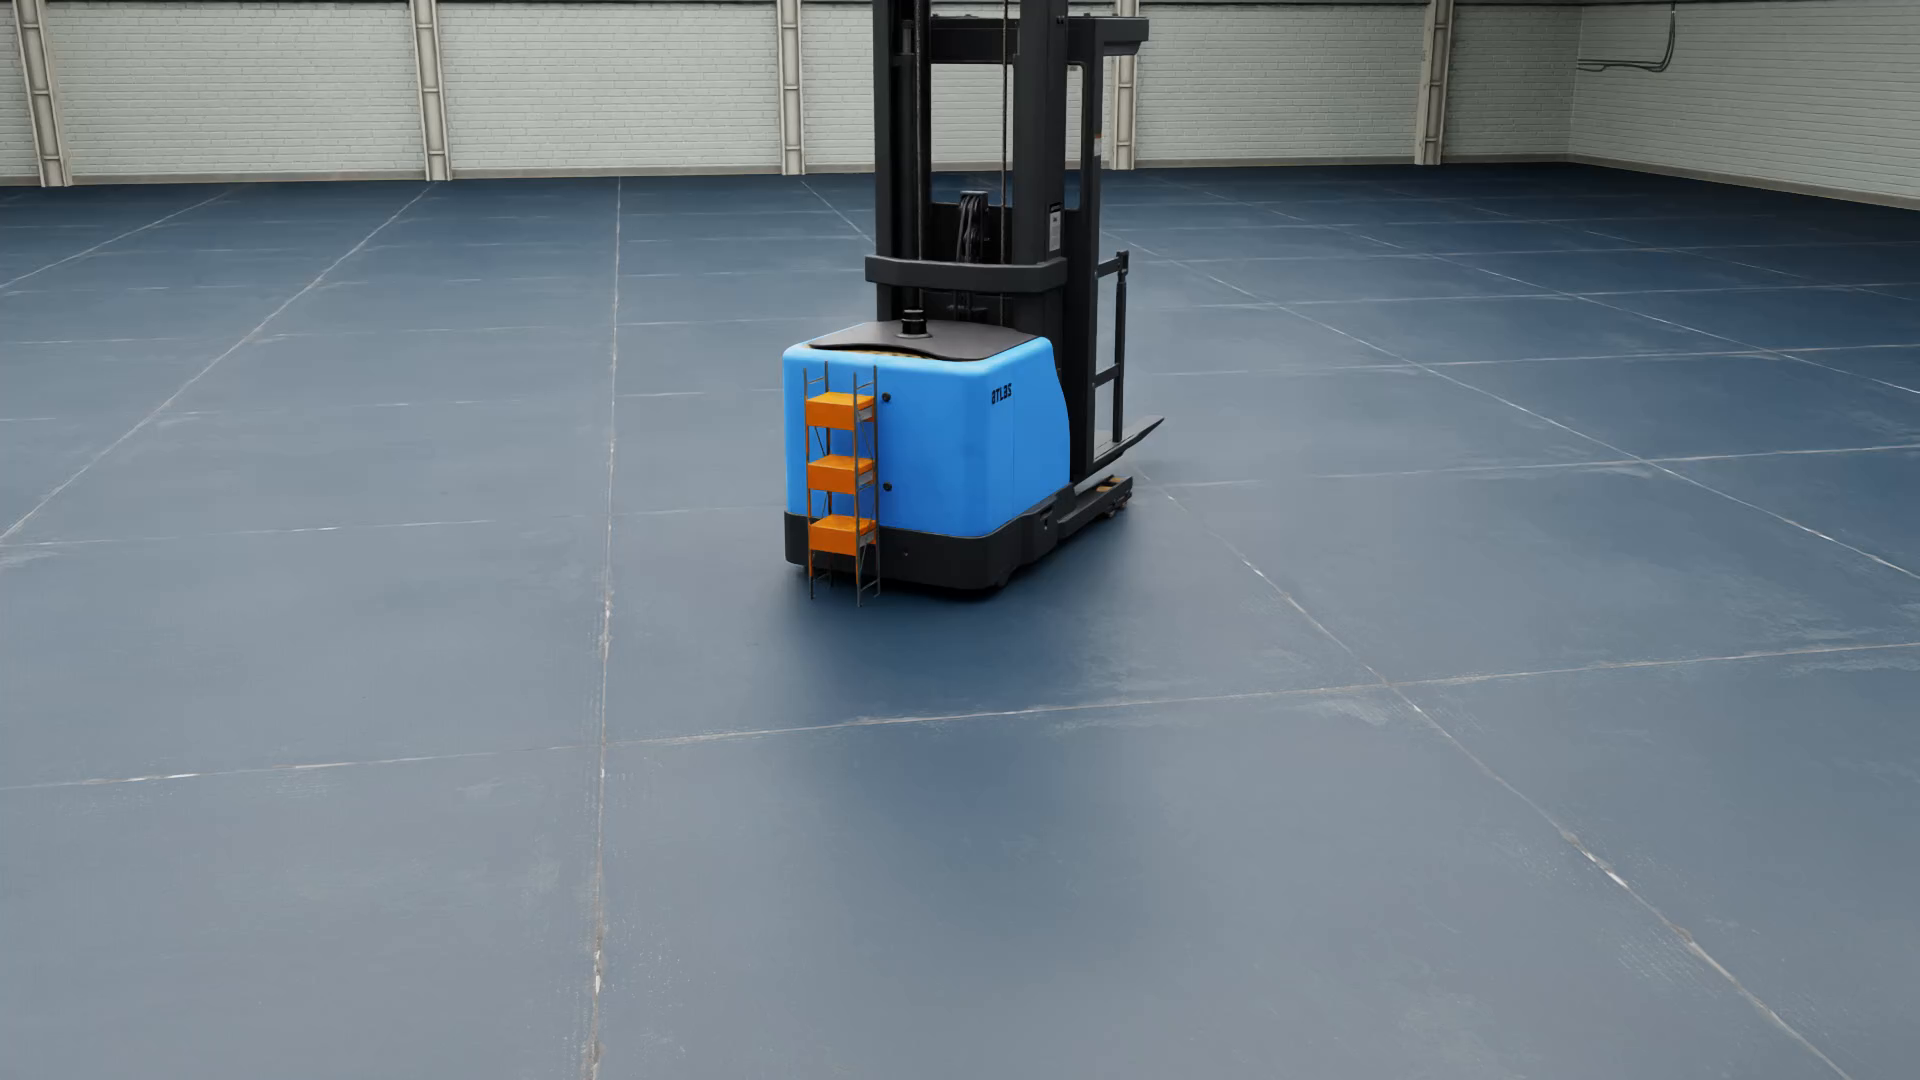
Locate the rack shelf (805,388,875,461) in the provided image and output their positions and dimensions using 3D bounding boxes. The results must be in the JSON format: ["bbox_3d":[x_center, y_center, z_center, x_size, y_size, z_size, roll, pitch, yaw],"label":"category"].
[{"bbox_3d":[-0.516,-0.507,7.245,0.240,0.259,0.215,8,19,24],"label":"rack shelf"}]

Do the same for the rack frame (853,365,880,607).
[{"bbox_3d":[-0.406,-0.231,7.276,0.008,1.050,0.200,8,19,24],"label":"rack frame"}]

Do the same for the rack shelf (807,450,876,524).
[{"bbox_3d":[-0.516,-0.236,7.329,0.240,0.259,0.215,8,19,24],"label":"rack shelf"}]

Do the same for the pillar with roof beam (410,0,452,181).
[{"bbox_3d":[-8.017,-9.175,22.856,0.400,9.000,9.100,-3,17,-10],"label":"pillar with roof beam"}]

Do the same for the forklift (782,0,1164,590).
[{"bbox_3d":[0.270,-1.568,8.426,1.130,2.935,3.031,8,19,24],"label":"forklift"}]

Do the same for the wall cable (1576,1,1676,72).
[{"bbox_3d":[11.983,-9.717,29.909,0.112,2.526,3.097,-3,17,-10],"label":"wall cable"}]

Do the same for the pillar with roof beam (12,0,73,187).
[{"bbox_3d":[-13.908,-8.840,21.768,0.400,9.000,9.100,-3,17,-10],"label":"pillar with roof beam"}]

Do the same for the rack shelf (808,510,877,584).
[{"bbox_3d":[-0.516,0.030,7.410,0.240,0.259,0.215,8,19,24],"label":"rack shelf"}]

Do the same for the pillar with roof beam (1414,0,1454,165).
[{"bbox_3d":[9.656,-10.177,26.120,0.400,9.000,9.100,-3,17,-10],"label":"pillar with roof beam"}]

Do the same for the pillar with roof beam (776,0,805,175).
[{"bbox_3d":[-2.126,-9.509,23.944,0.400,9.000,9.100,-3,17,-10],"label":"pillar with roof beam"}]

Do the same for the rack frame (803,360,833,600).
[{"bbox_3d":[-0.627,-0.262,7.375,0.008,1.050,0.200,8,19,24],"label":"rack frame"}]

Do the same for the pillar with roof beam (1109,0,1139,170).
[{"bbox_3d":[3.765,-9.843,25.032,0.400,9.000,9.100,-3,17,-10],"label":"pillar with roof beam"}]

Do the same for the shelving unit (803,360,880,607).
[{"bbox_3d":[-0.516,-0.246,7.326,0.252,1.050,0.215,8,19,24],"label":"shelving unit"}]
